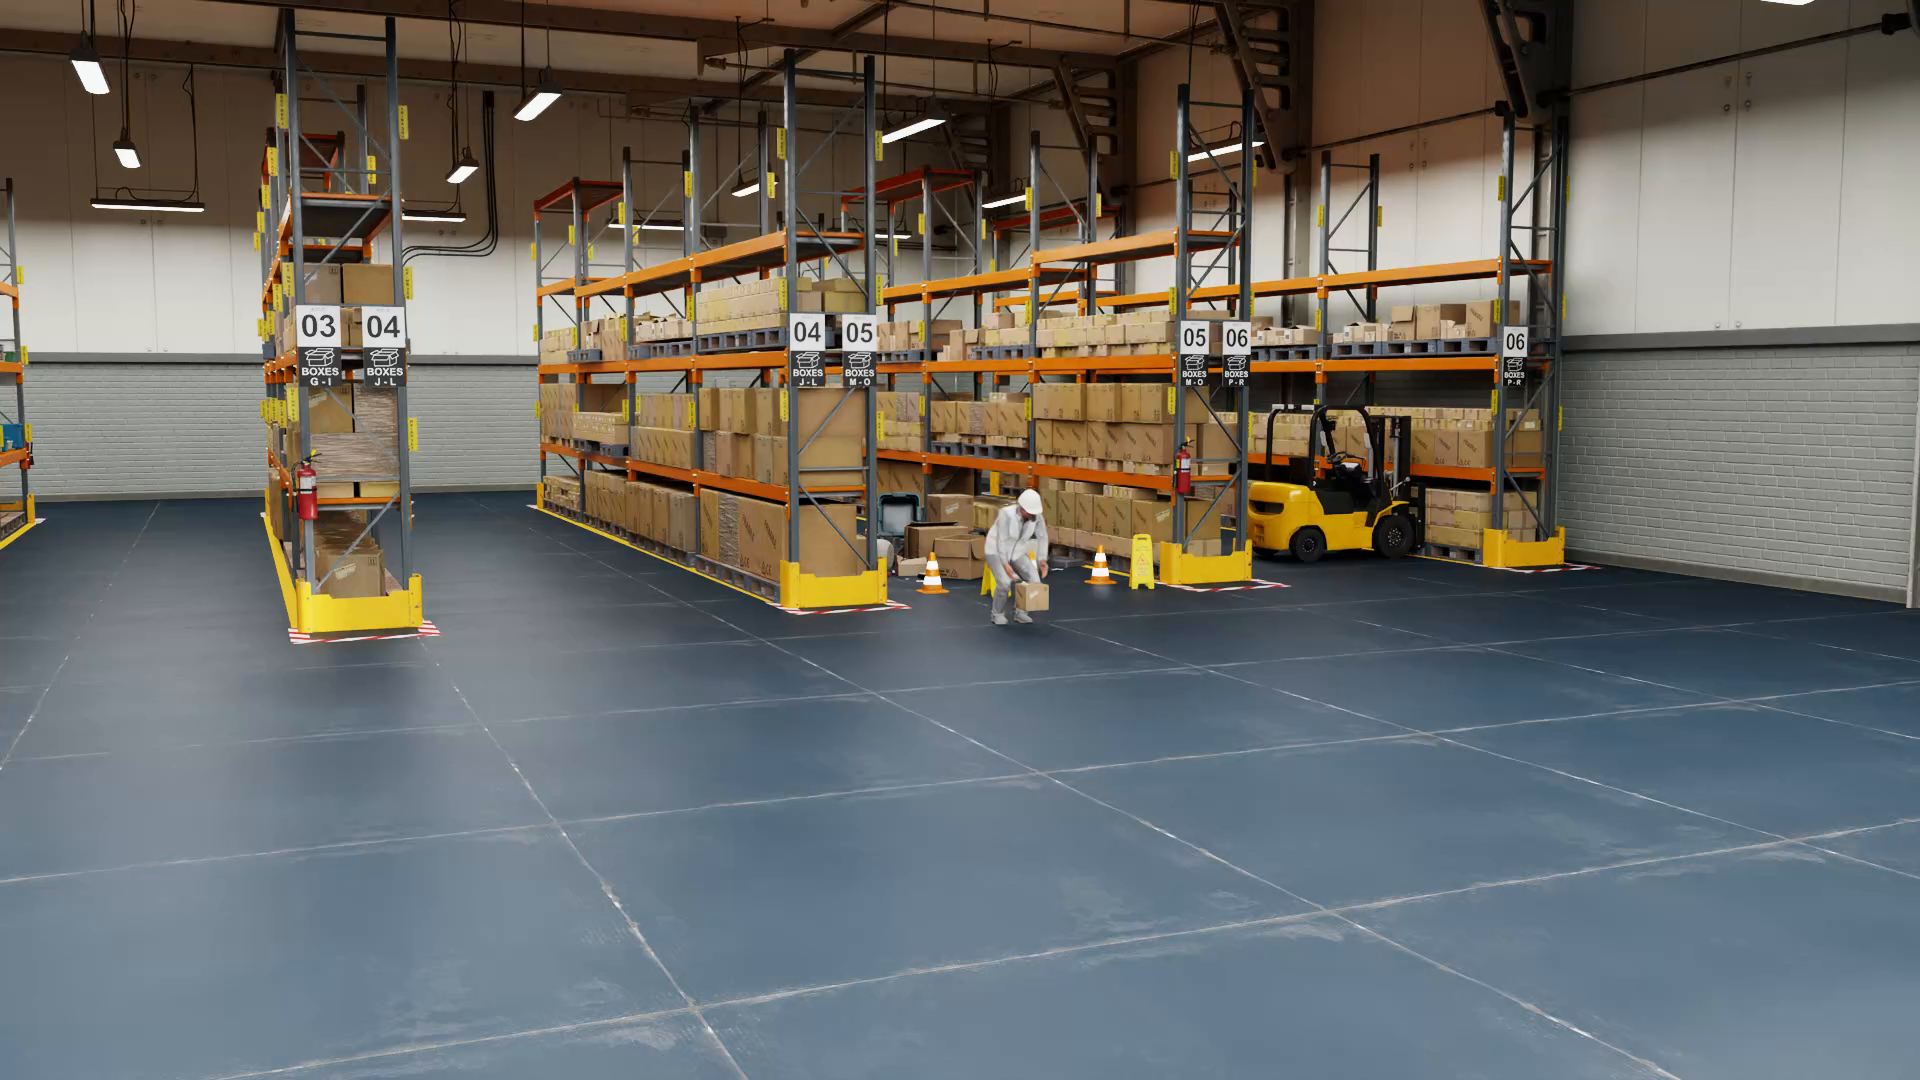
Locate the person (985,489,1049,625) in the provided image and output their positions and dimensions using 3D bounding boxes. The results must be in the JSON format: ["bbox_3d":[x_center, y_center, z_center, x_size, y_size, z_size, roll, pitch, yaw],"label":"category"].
[{"bbox_3d":[0.591,0.163,16.934,0.591,1.392,0.784,-2,6,-24],"label":"person"}]
